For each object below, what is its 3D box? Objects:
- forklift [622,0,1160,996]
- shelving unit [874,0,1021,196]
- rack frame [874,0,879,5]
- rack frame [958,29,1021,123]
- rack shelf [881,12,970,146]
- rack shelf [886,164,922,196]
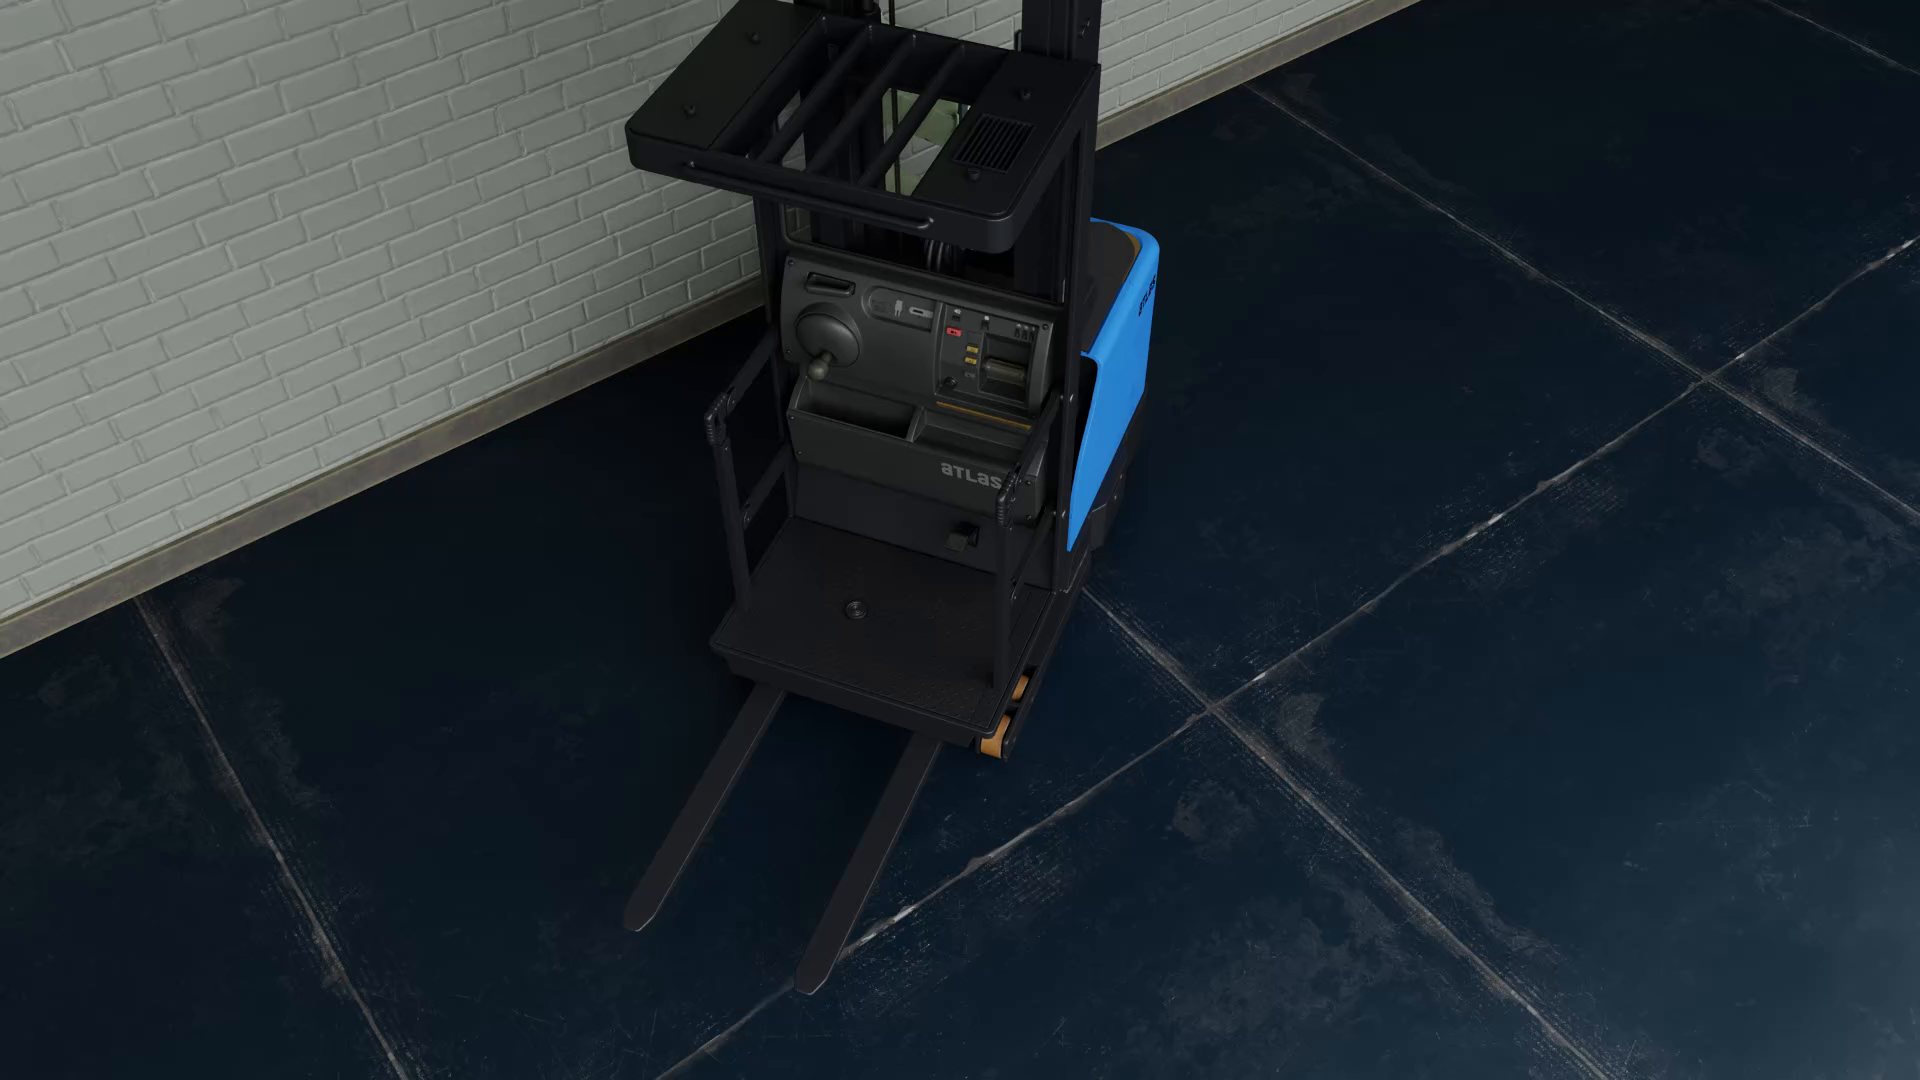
[{"bbox_3d":[-0.225,-0.554,5.273,1.130,2.935,3.031,16,50,14],"label":"forklift"},{"bbox_3d":[-0.172,-1.549,7.141,0.755,1.500,0.431,29,54,24],"label":"shelving unit"},{"bbox_3d":[-0.465,-1.711,7.288,0.023,1.500,0.400,29,54,24],"label":"rack frame"},{"bbox_3d":[0.122,-1.387,6.994,0.023,1.500,0.400,29,54,24],"label":"rack frame"},{"bbox_3d":[-0.172,-1.811,6.852,0.720,0.370,0.431,29,54,24],"label":"rack shelf"},{"bbox_3d":[-0.172,-1.330,7.382,0.720,0.370,0.431,29,54,24],"label":"rack shelf"}]
